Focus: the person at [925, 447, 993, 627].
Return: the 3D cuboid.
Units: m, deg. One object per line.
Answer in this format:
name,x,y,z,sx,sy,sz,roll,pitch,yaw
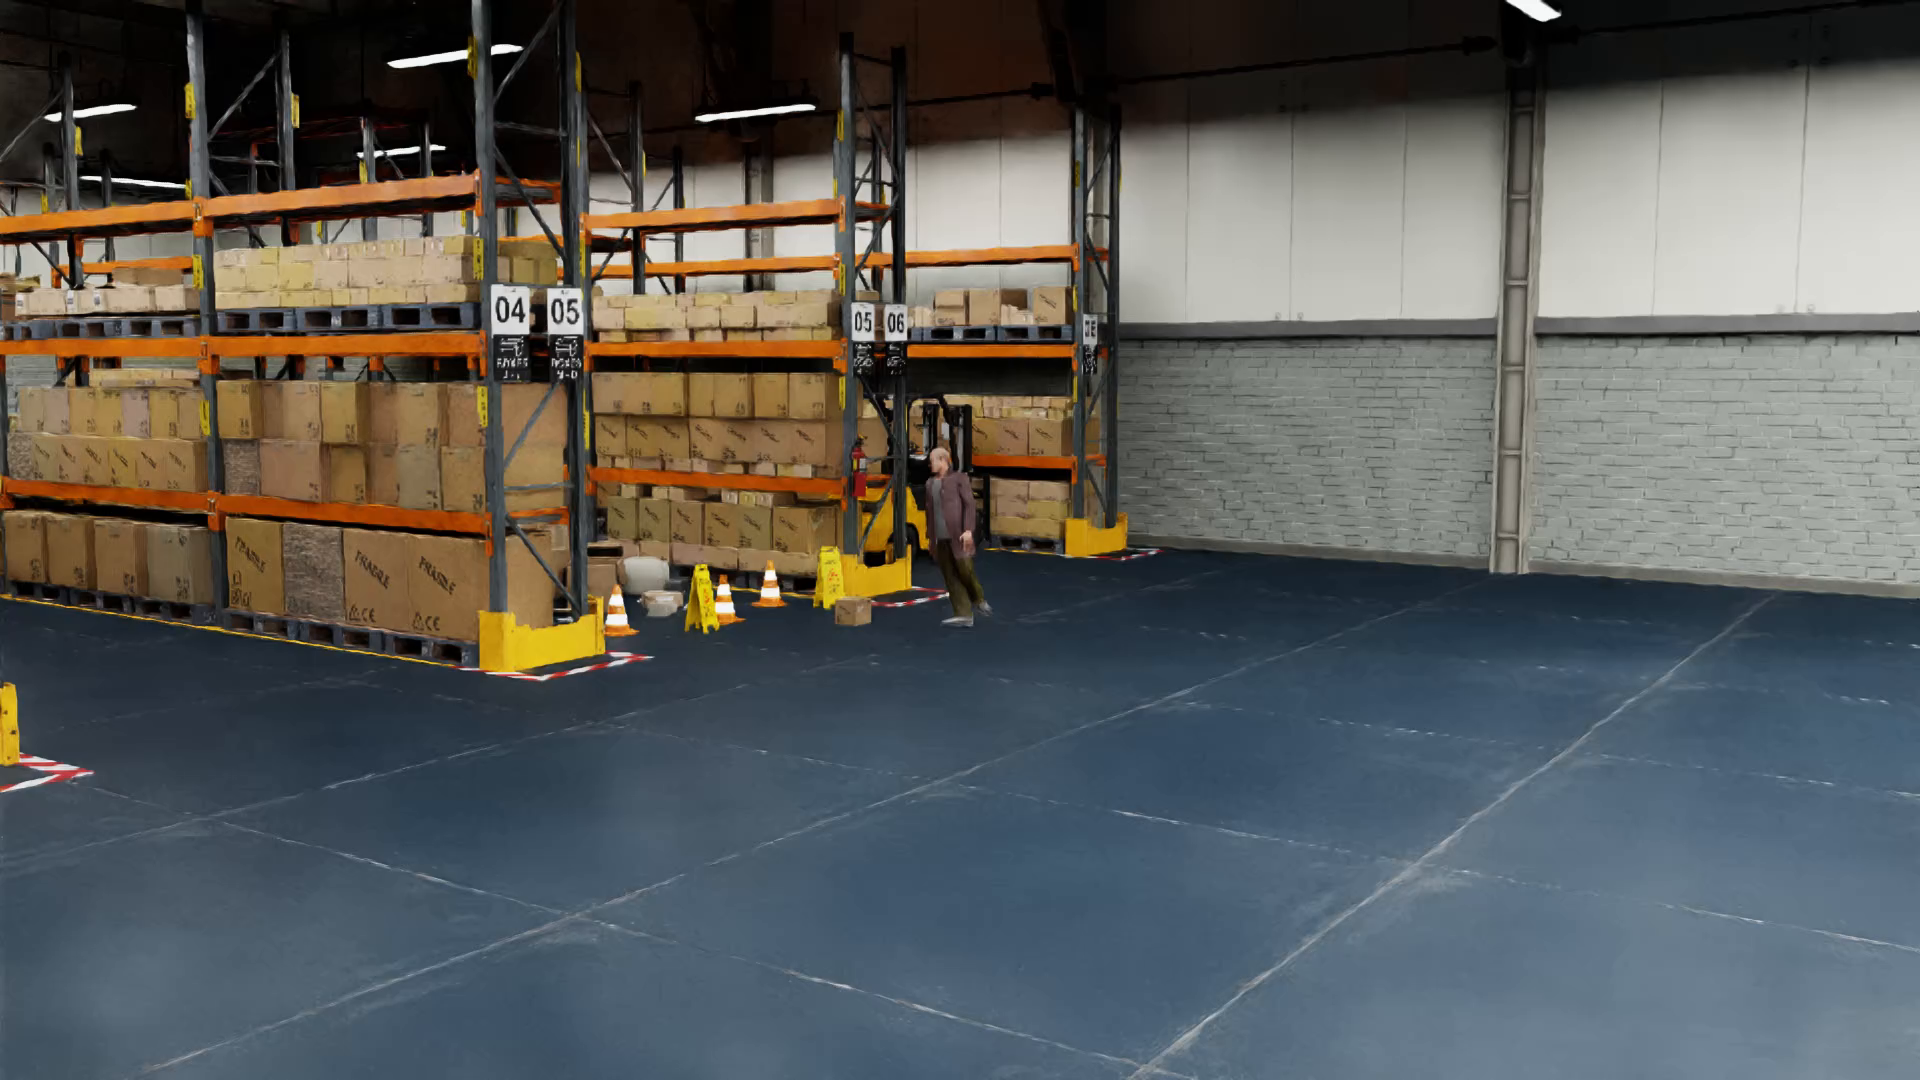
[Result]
person,-0.047,-0.040,16.261,0.648,1.741,0.634,3,7,28
